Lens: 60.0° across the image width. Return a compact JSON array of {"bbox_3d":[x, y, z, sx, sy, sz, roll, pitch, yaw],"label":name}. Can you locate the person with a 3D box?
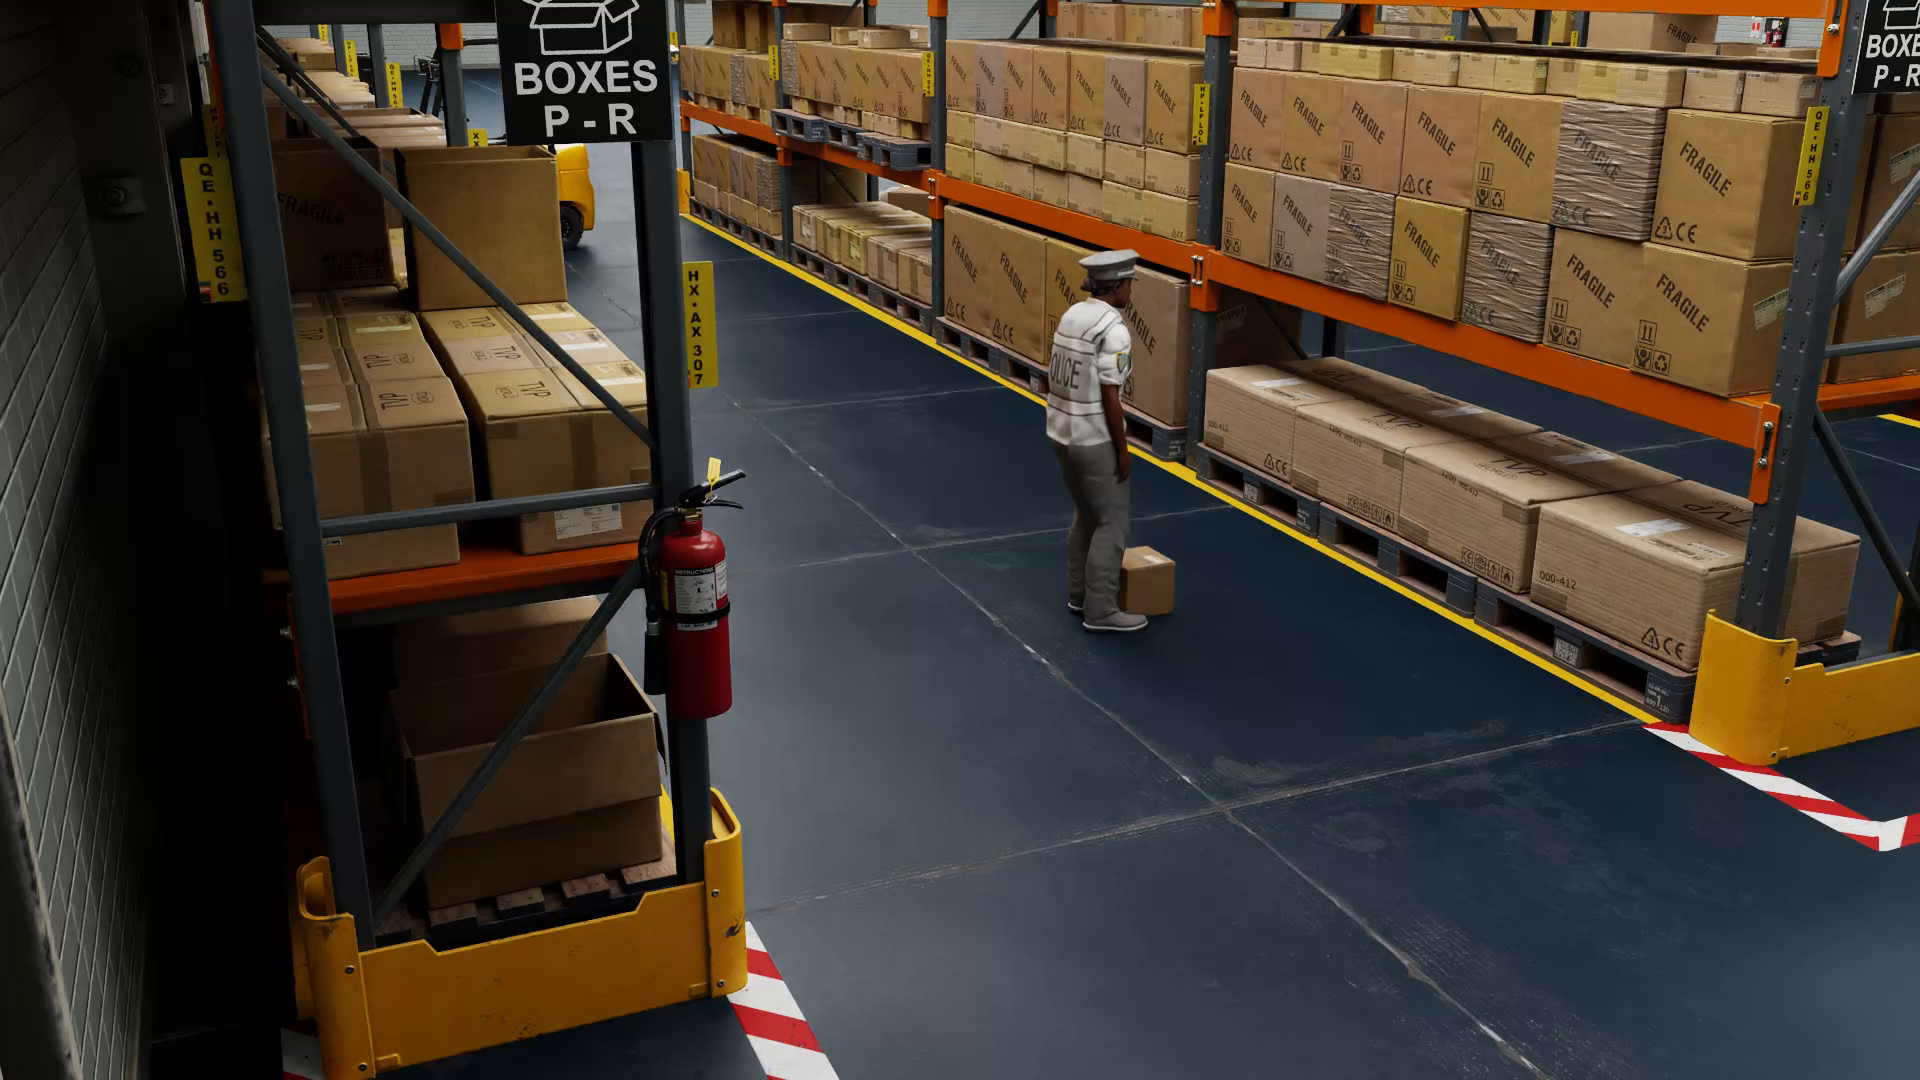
[{"bbox_3d":[0.614,-0.435,7.335,0.425,1.655,0.515,-9,21,-24],"label":"person"}]
